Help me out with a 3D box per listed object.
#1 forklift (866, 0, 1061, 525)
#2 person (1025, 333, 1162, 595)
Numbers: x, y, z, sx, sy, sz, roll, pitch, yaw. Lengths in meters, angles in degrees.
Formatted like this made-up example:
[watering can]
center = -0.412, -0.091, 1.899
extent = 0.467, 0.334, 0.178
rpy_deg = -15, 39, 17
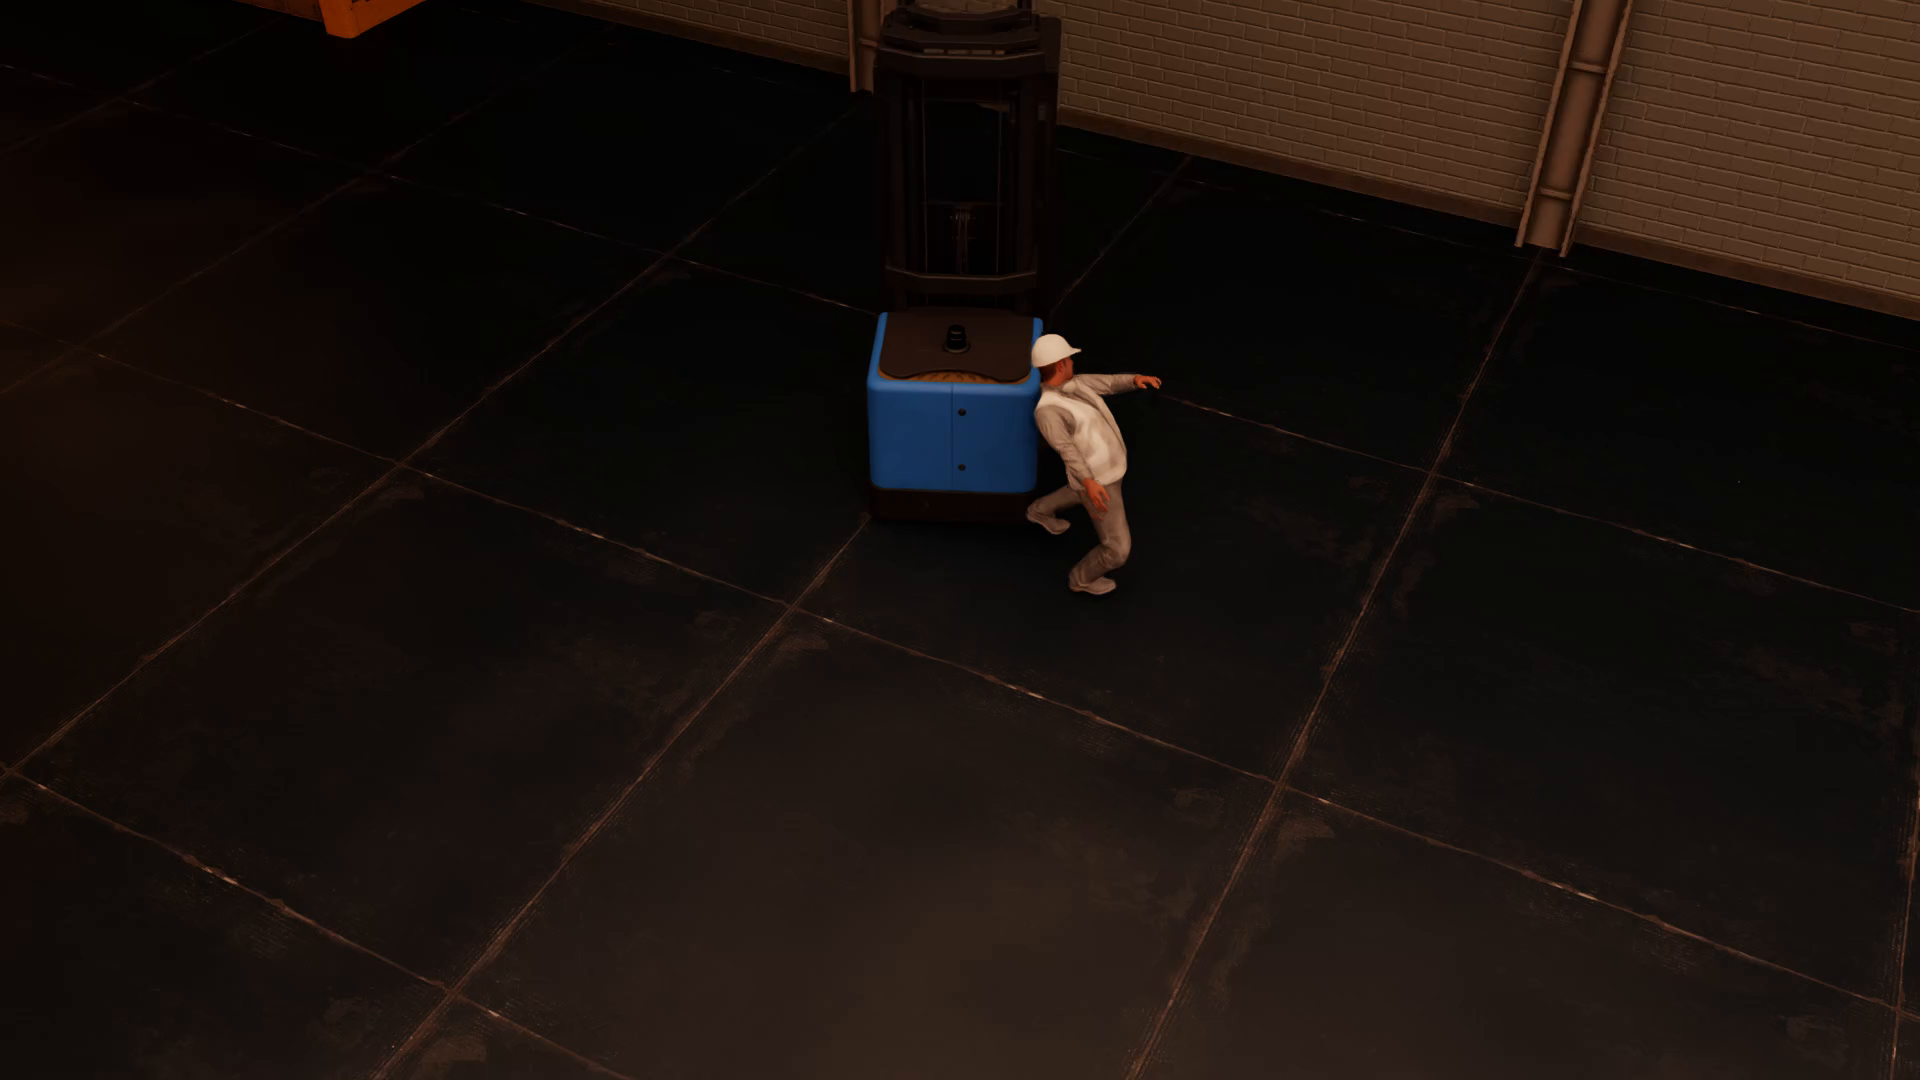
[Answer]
[forklift]
center = 0.051, -2.148, 10.537
extent = 1.130, 2.935, 3.031
rpy_deg = 2, 40, 3
[person]
center = 0.732, -0.336, 9.453
extent = 0.737, 1.511, 1.017
rpy_deg = 3, 40, 4
